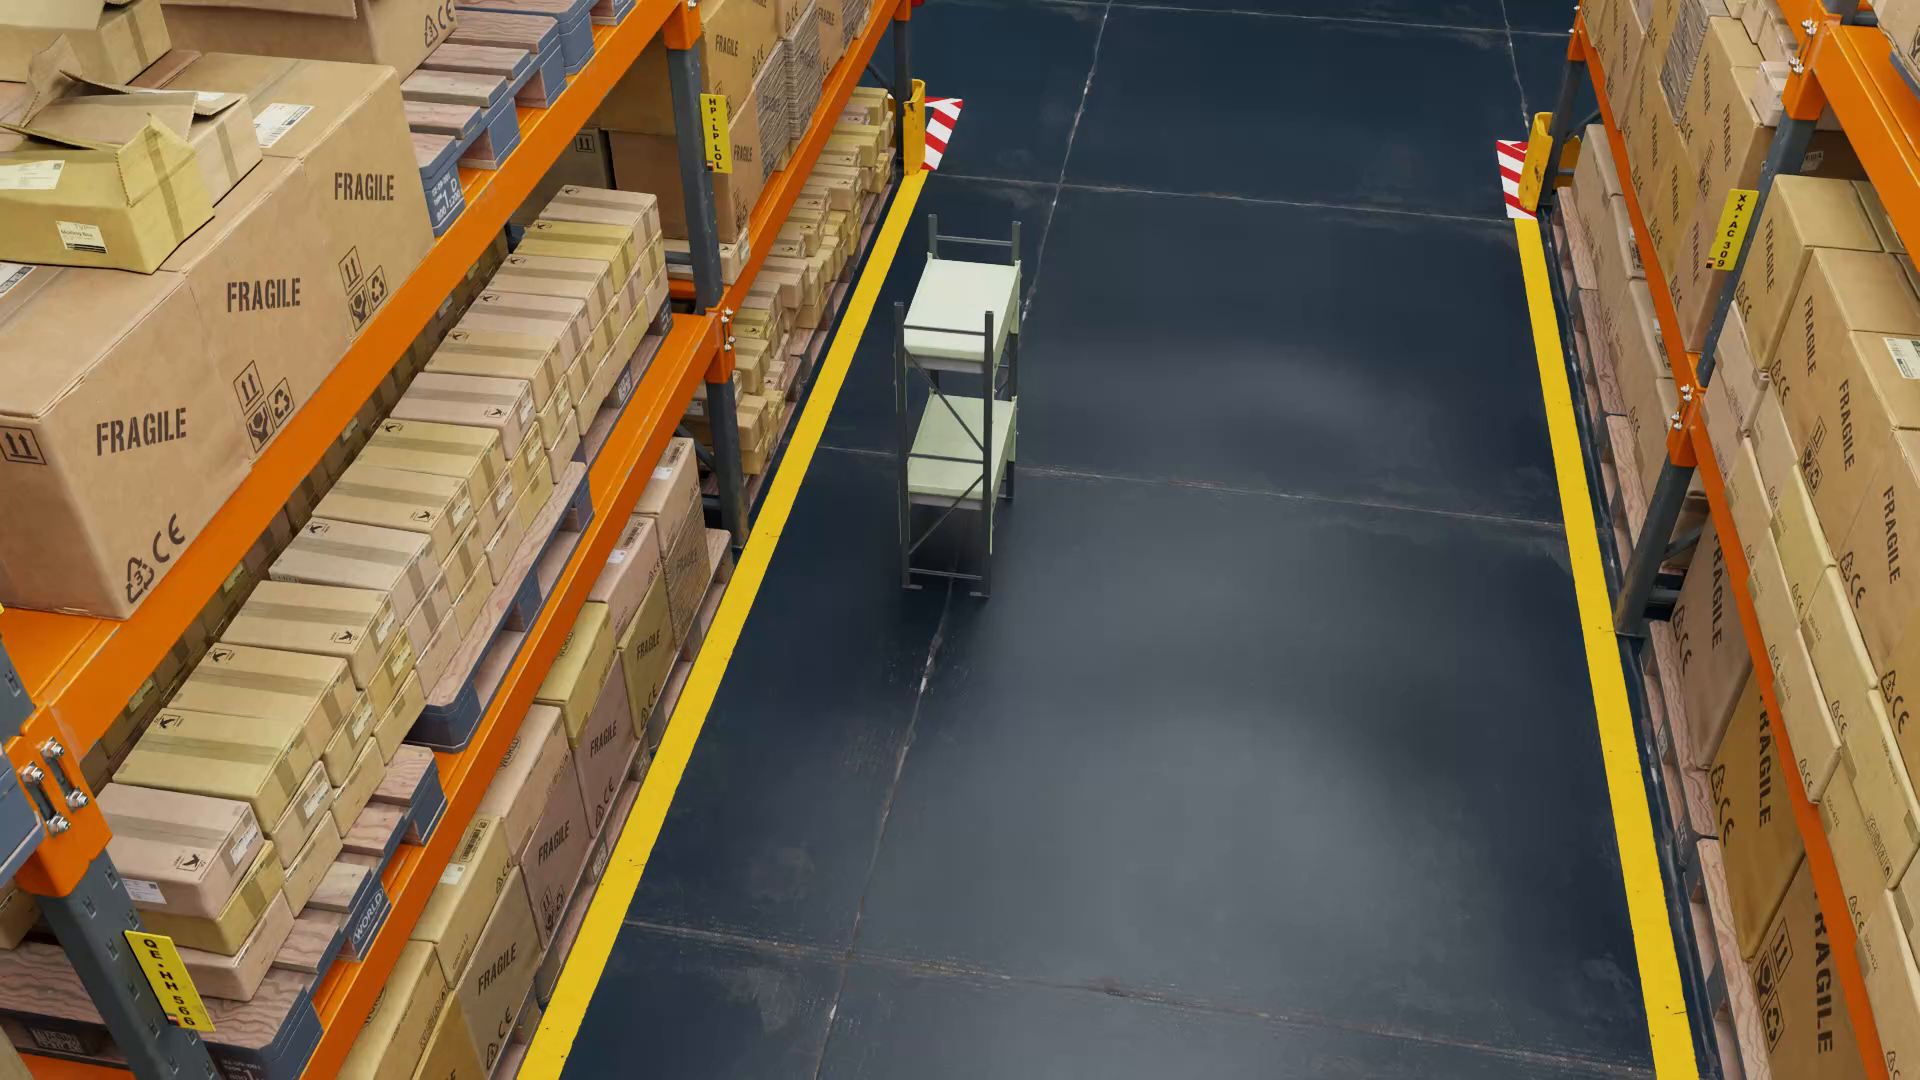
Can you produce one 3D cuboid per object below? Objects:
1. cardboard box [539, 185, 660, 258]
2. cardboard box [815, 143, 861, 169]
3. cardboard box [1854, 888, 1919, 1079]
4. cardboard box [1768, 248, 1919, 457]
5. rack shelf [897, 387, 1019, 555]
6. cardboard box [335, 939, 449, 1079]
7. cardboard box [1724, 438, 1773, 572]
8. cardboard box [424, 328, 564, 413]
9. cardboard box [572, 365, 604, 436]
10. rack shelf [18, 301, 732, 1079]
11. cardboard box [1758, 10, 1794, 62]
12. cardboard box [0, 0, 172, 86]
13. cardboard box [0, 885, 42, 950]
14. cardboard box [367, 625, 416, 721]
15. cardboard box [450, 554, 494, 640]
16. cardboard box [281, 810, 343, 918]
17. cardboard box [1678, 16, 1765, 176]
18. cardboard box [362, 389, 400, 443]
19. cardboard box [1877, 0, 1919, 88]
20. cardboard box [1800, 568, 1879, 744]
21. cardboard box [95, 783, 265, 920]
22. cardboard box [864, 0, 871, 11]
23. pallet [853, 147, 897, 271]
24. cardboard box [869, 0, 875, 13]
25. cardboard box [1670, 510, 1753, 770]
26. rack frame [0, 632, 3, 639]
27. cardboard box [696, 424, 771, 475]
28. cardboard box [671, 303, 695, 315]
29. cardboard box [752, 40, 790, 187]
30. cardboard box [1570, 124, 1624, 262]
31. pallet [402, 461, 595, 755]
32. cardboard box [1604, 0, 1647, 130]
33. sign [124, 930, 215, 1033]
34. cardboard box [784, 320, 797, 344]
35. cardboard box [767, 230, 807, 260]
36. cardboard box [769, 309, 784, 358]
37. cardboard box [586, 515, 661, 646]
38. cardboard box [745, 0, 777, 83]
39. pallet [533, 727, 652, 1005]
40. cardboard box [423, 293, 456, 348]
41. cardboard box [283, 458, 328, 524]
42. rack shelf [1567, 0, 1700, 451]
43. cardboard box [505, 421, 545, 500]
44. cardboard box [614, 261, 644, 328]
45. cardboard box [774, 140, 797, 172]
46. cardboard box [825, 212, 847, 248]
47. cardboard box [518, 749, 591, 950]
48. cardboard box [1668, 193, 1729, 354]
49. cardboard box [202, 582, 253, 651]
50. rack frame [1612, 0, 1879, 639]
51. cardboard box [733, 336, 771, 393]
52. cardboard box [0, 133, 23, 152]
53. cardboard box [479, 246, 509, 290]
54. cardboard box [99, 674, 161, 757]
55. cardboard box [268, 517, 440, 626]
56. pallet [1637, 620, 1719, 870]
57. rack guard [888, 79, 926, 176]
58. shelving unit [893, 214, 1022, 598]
[{"bbox_3d":[-1.377,-1.221,6.370,0.380,0.149,0.250,8,40,10],"label":"cardboard box"},{"bbox_3d":[-0.777,-2.159,9.545,0.380,0.149,0.250,5,40,6],"label":"cardboard box"},{"bbox_3d":[2.606,1.182,4.180,0.500,0.250,0.500,7,40,8],"label":"cardboard box"},{"bbox_3d":[2.973,-0.574,5.324,0.500,0.500,0.500,6,40,7],"label":"cardboard box"},{"bbox_3d":[-0.001,-0.323,7.572,0.431,0.370,0.720,6,40,8],"label":"rack shelf"},{"bbox_3d":[-1.834,1.417,4.823,0.500,0.250,0.500,5,40,6],"label":"cardboard box"},{"bbox_3d":[2.969,-0.088,5.716,0.500,0.250,0.500,5,40,7],"label":"cardboard box"},{"bbox_3d":[-1.561,-0.571,5.584,0.380,0.149,0.250,5,40,6],"label":"cardboard box"},{"bbox_3d":[-1.507,-0.517,5.986,0.380,0.149,0.250,4,40,5],"label":"cardboard box"},{"bbox_3d":[-1.846,0.333,5.655,1.077,0.370,4.000,6,40,8],"label":"rack shelf"},{"bbox_3d":[3.338,-1.929,6.453,0.380,0.149,0.250,6,40,8],"label":"cardboard box"},{"bbox_3d":[-2.176,-1.271,3.997,0.396,0.266,0.258,6,40,8],"label":"cardboard box"},{"bbox_3d":[-2.559,0.885,4.290,0.380,0.149,0.250,7,40,8],"label":"cardboard box"},{"bbox_3d":[-1.780,0.353,4.700,0.380,0.149,0.250,7,40,8],"label":"cardboard box"},{"bbox_3d":[-1.688,0.155,5.173,0.380,0.149,0.250,7,40,8],"label":"cardboard box"},{"bbox_3d":[-1.869,0.819,4.370,0.380,0.149,0.250,8,40,10],"label":"cardboard box"},{"bbox_3d":[3.298,-1.785,6.789,0.500,0.500,0.500,6,40,7],"label":"cardboard box"},{"bbox_3d":[-2.199,-0.420,5.868,0.380,0.149,0.250,5,40,6],"label":"cardboard box"},{"bbox_3d":[2.955,-1.553,4.609,0.500,0.500,0.500,6,40,7],"label":"cardboard box"},{"bbox_3d":[2.778,0.354,4.789,0.500,0.250,0.500,5,40,6],"label":"cardboard box"},{"bbox_3d":[-1.920,0.745,3.993,0.380,0.149,0.250,6,40,8],"label":"cardboard box"},{"bbox_3d":[-0.726,-3.230,9.088,0.500,0.500,0.500,6,40,7],"label":"cardboard box"},{"bbox_3d":[-0.996,-2.082,10.199,1.003,0.211,1.213,6,40,8],"label":"pallet"},{"bbox_3d":[-0.694,-3.067,9.399,0.380,0.149,0.250,6,40,7],"label":"cardboard box"},{"bbox_3d":[3.364,0.338,6.422,0.875,0.875,0.875,8,40,9],"label":"cardboard box"},{"bbox_3d":[-2.192,-1.002,1.996,1.000,3.000,0.127,6,40,8],"label":"rack frame"},{"bbox_3d":[-1.120,-0.456,7.952,0.380,0.149,0.250,5,40,6],"label":"cardboard box"},{"bbox_3d":[-1.532,-1.220,8.409,0.380,0.149,0.250,8,40,9],"label":"cardboard box"},{"bbox_3d":[-1.087,-1.947,7.536,0.500,0.500,0.500,6,40,8],"label":"cardboard box"},{"bbox_3d":[4.069,-1.977,9.565,0.875,0.438,0.875,5,40,6],"label":"cardboard box"},{"bbox_3d":[-1.890,0.138,5.477,1.003,0.211,1.213,6,40,8],"label":"pallet"},{"bbox_3d":[3.553,-2.359,8.267,0.500,0.500,0.500,6,40,7],"label":"cardboard box"},{"bbox_3d":[-1.645,0.923,3.467,0.100,0.325,0.005,6,40,8],"label":"sign"},{"bbox_3d":[-1.076,-1.122,8.758,0.380,0.149,0.250,5,40,6],"label":"cardboard box"},{"bbox_3d":[-1.022,-1.513,8.764,0.380,0.149,0.250,5,40,6],"label":"cardboard box"},{"bbox_3d":[-1.110,-1.064,8.455,0.380,0.149,0.250,4,40,5],"label":"cardboard box"},{"bbox_3d":[-1.482,0.129,6.380,0.500,0.250,0.500,8,40,10],"label":"cardboard box"},{"bbox_3d":[-1.107,-2.322,7.204,0.500,0.500,0.500,5,40,6],"label":"cardboard box"},{"bbox_3d":[-1.842,1.132,6.313,1.003,0.211,1.213,6,40,8],"label":"pallet"},{"bbox_3d":[-2.108,-0.858,6.165,0.380,0.149,0.250,7,40,9],"label":"cardboard box"},{"bbox_3d":[-2.290,-0.201,5.370,0.380,0.149,0.250,6,40,7],"label":"cardboard box"},{"bbox_3d":[3.739,-1.695,8.108,1.077,0.370,4.000,6,40,8],"label":"rack shelf"},{"bbox_3d":[-1.599,-0.280,5.466,0.380,0.149,0.250,7,40,8],"label":"cardboard box"},{"bbox_3d":[-1.419,-0.942,6.267,0.380,0.149,0.250,7,40,8],"label":"cardboard box"},{"bbox_3d":[-1.002,-1.909,7.999,0.380,0.149,0.250,7,40,8],"label":"cardboard box"},{"bbox_3d":[-0.846,-1.714,9.240,0.380,0.149,0.250,8,40,10],"label":"cardboard box"},{"bbox_3d":[-1.651,1.058,5.846,0.500,0.500,0.500,5,40,7],"label":"cardboard box"},{"bbox_3d":[3.222,-1.075,6.715,0.500,0.500,0.500,7,40,8],"label":"cardboard box"},{"bbox_3d":[-2.379,0.243,5.066,0.380,0.149,0.250,5,40,6],"label":"cardboard box"},{"bbox_3d":[3.393,-0.717,6.360,1.000,3.000,0.127,6,40,8],"label":"rack frame"},{"bbox_3d":[-1.130,-0.852,7.964,0.380,0.149,0.250,8,40,10],"label":"cardboard box"},{"bbox_3d":[-2.270,-0.586,3.769,0.500,0.500,0.500,6,40,8],"label":"cardboard box"},{"bbox_3d":[-2.021,-1.068,6.652,0.380,0.149,0.250,5,40,6],"label":"cardboard box"},{"bbox_3d":[-2.468,0.438,4.598,0.380,0.149,0.250,7,40,9],"label":"cardboard box"},{"bbox_3d":[-1.739,0.089,4.786,0.380,0.149,0.250,8,40,10],"label":"cardboard box"},{"bbox_3d":[3.334,0.850,6.653,1.003,0.211,1.213,6,40,8],"label":"pallet"},{"bbox_3d":[-0.821,-2.699,10.719,1.175,0.500,0.348,6,40,8],"label":"rack guard"},{"bbox_3d":[-0.001,-0.574,7.364,0.431,1.500,0.755,6,40,8],"label":"shelving unit"}]
